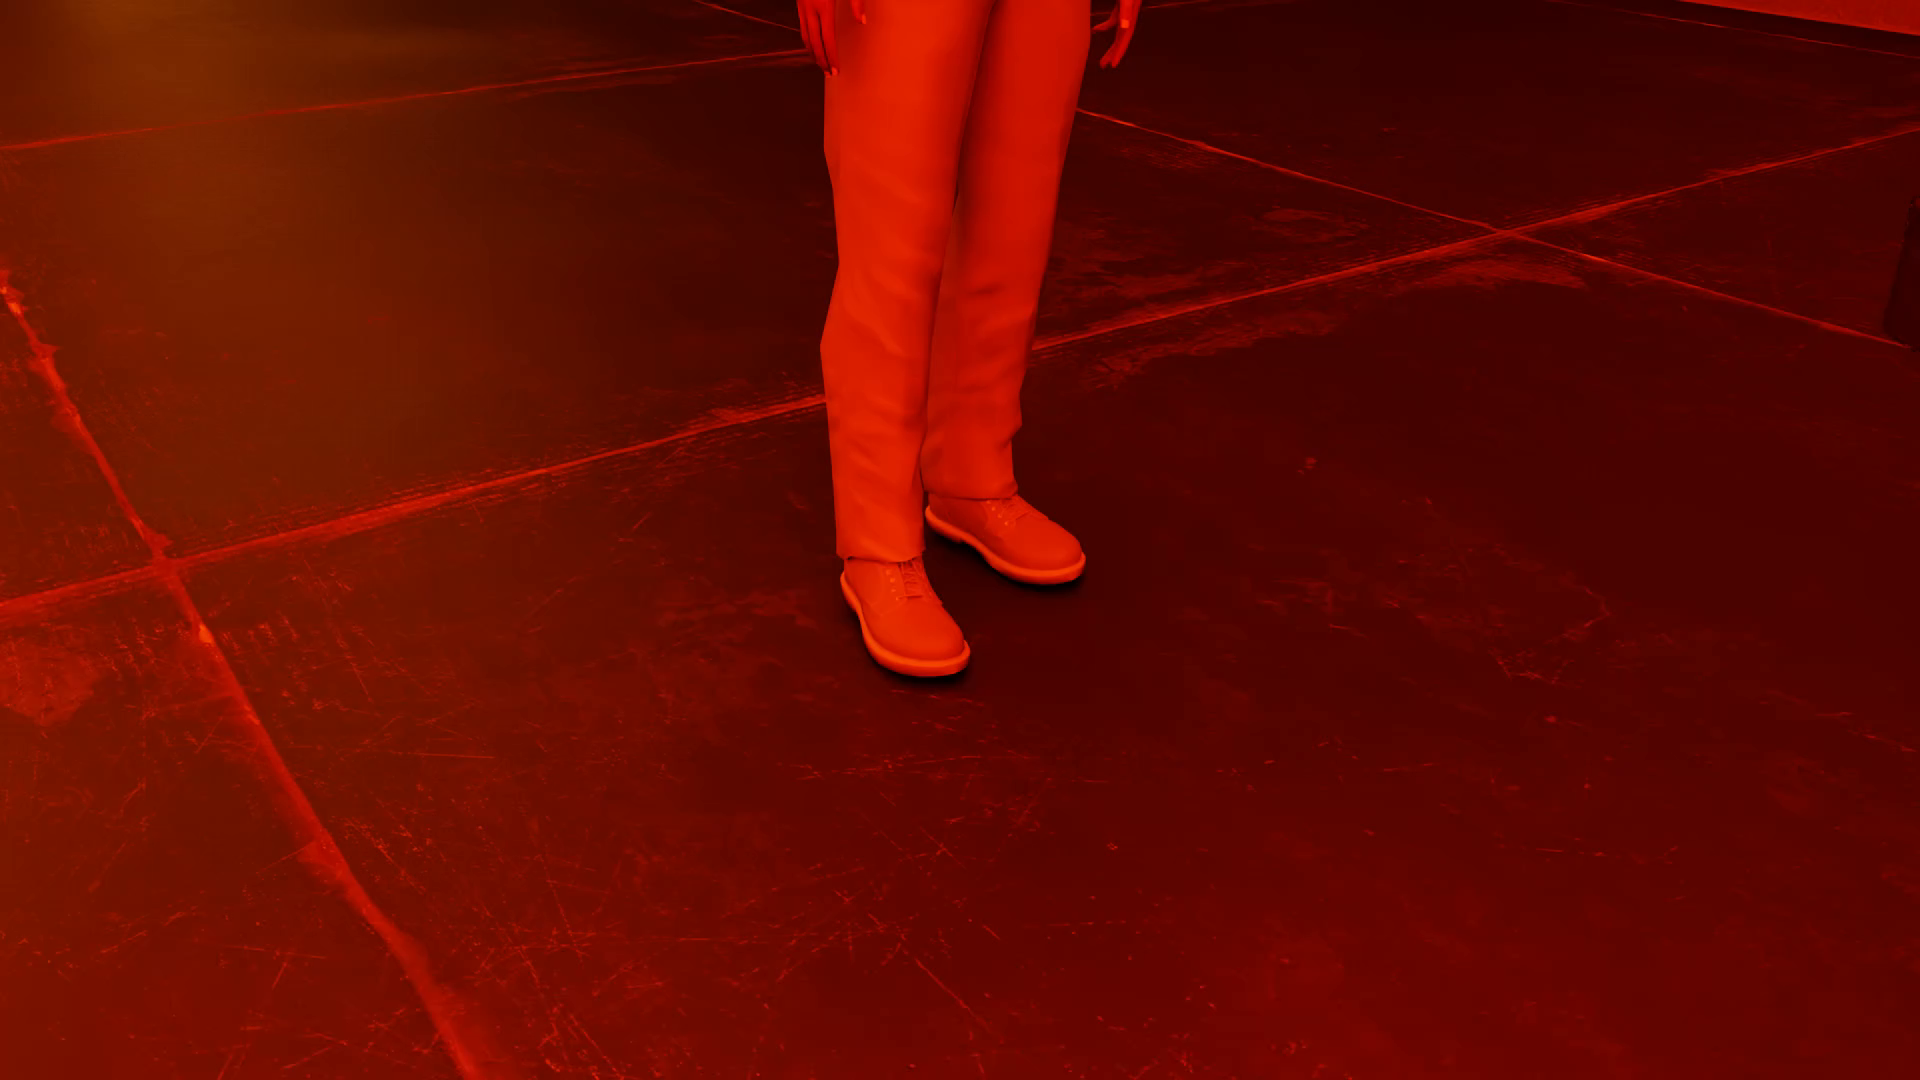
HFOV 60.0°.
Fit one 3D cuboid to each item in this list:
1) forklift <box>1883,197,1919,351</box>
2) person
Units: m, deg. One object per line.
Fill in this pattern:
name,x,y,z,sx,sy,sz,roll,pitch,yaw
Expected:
forklift,3.291,-1.529,2.279,3.031,2.935,1.130,-4,27,-7
person,0.026,-0.731,2.052,0.570,1.695,0.530,-17,31,-31
